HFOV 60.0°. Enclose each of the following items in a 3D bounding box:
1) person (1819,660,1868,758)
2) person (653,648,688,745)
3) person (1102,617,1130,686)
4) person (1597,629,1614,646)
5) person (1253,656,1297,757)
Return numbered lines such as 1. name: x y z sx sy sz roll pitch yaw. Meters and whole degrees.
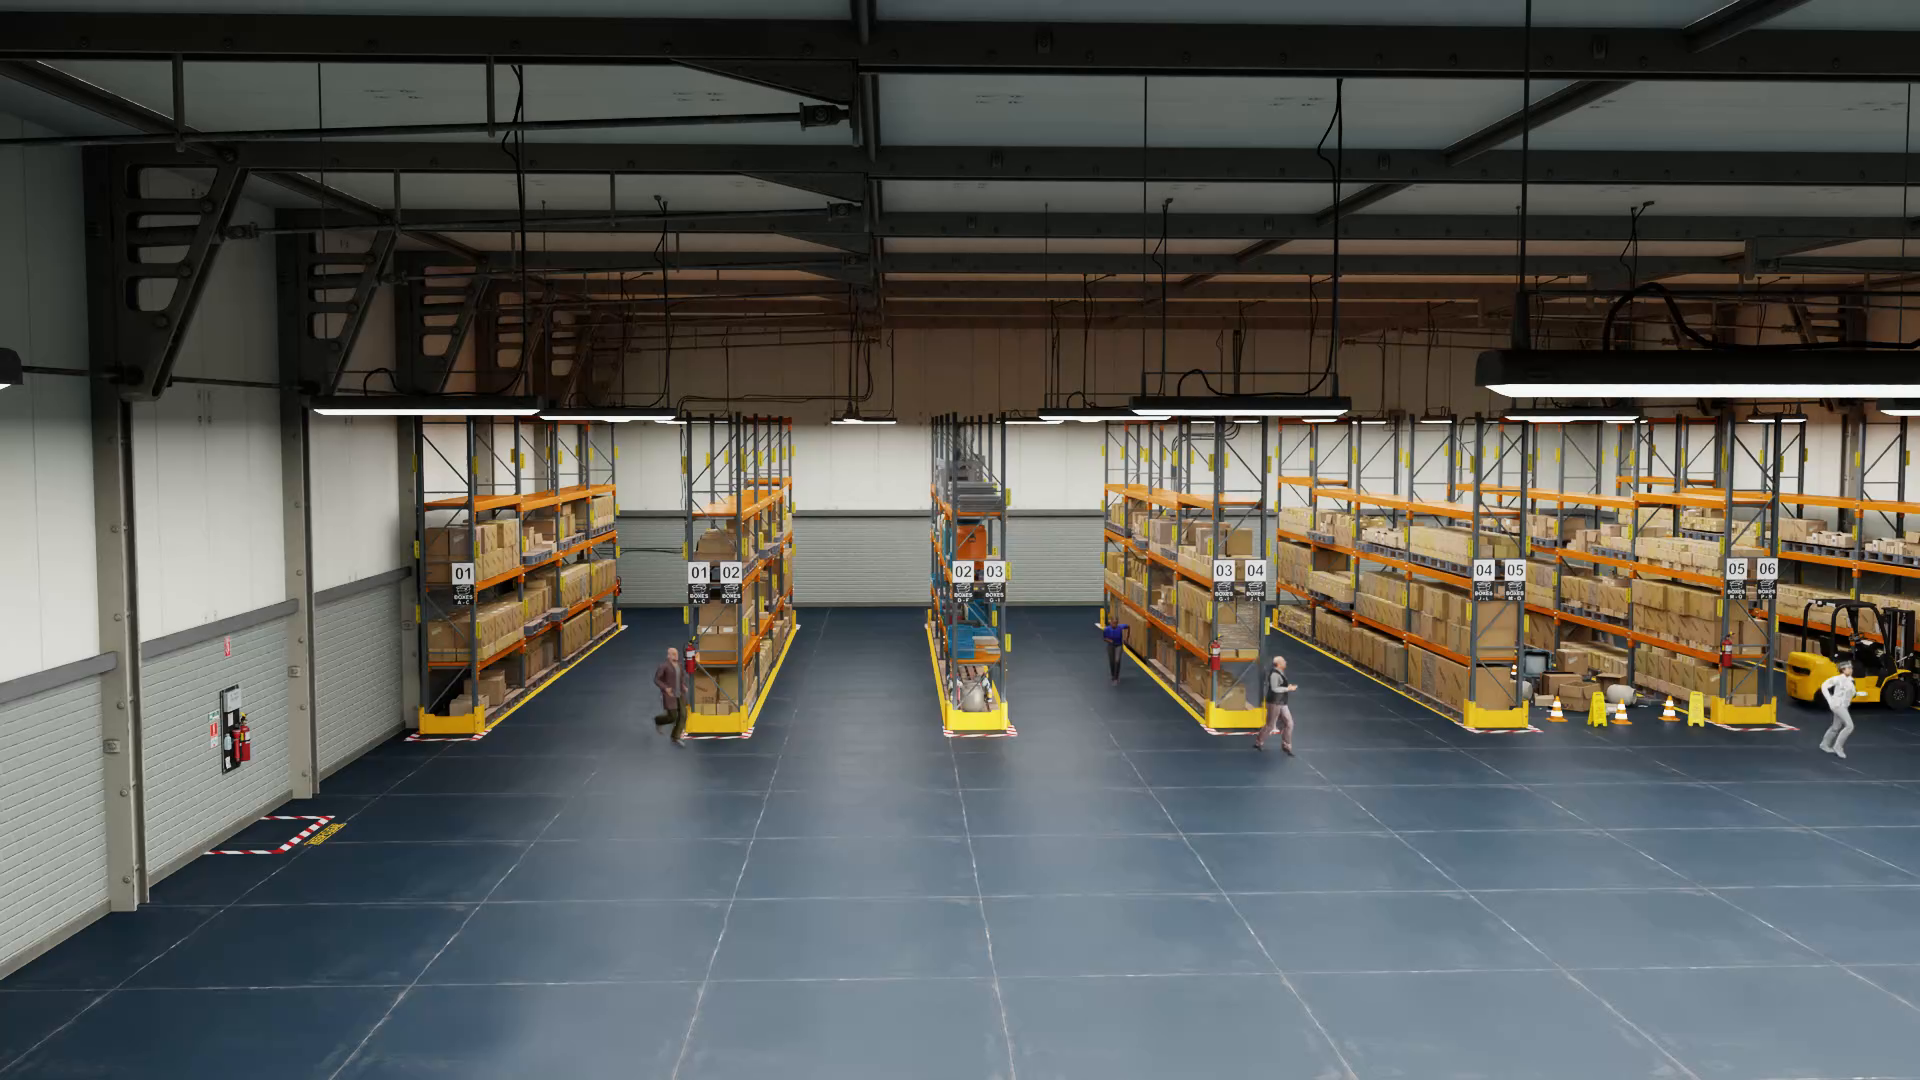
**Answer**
1. person: 15.318 2.930 28.891 0.612 1.724 0.758 -3 5 -35
2. person: -5.239 2.827 30.142 0.761 1.766 0.723 3 5 41
3. person: 3.474 2.458 37.038 0.614 1.591 0.960 0 4 6
4. person: 16.202 2.043 41.730 0.638 1.762 0.736 0 4 -2
5. person: 5.477 2.909 28.886 0.782 1.790 0.626 2 4 27
